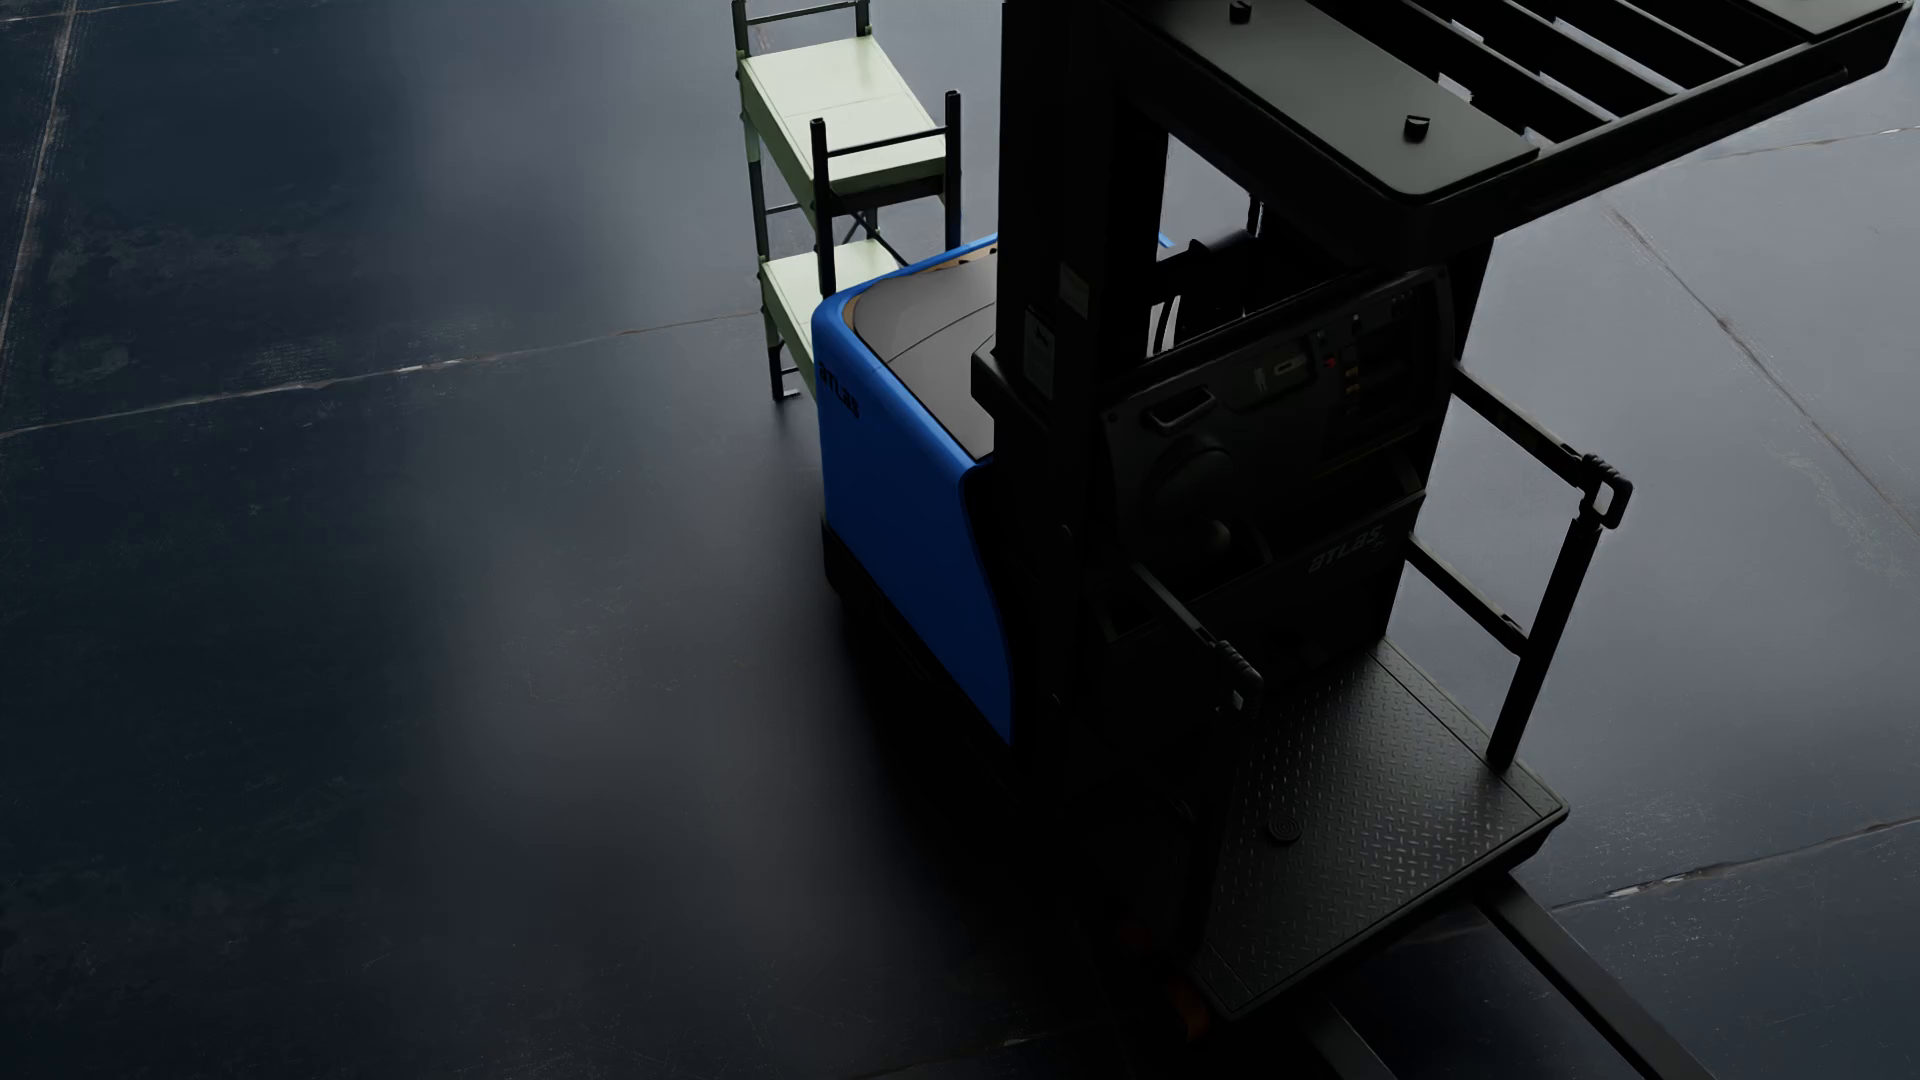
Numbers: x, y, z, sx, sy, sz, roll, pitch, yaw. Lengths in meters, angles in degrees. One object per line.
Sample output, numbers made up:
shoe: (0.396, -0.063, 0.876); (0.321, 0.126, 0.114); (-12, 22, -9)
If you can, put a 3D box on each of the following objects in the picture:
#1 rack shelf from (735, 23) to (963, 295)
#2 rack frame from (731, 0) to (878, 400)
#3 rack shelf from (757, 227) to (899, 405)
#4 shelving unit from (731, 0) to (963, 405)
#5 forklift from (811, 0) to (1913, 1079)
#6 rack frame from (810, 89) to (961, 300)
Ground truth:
rack shelf: (-0.322, -1.095, 4.727); (0.431, 0.370, 0.720); (-16, 48, -15)
rack frame: (-0.456, -1.065, 5.244); (0.400, 1.500, 0.023); (-16, 48, -15)
rack shelf: (-0.322, -0.594, 5.238); (0.431, 0.370, 0.720); (-16, 48, -15)
shelving unit: (-0.322, -0.822, 5.006); (0.431, 1.500, 0.755); (-16, 48, -15)
forklift: (0.802, -0.194, 3.388); (1.130, 2.935, 3.031); (-24, 50, -22)
rack frame: (-0.188, -0.579, 4.767); (0.400, 1.500, 0.023); (-16, 48, -15)
